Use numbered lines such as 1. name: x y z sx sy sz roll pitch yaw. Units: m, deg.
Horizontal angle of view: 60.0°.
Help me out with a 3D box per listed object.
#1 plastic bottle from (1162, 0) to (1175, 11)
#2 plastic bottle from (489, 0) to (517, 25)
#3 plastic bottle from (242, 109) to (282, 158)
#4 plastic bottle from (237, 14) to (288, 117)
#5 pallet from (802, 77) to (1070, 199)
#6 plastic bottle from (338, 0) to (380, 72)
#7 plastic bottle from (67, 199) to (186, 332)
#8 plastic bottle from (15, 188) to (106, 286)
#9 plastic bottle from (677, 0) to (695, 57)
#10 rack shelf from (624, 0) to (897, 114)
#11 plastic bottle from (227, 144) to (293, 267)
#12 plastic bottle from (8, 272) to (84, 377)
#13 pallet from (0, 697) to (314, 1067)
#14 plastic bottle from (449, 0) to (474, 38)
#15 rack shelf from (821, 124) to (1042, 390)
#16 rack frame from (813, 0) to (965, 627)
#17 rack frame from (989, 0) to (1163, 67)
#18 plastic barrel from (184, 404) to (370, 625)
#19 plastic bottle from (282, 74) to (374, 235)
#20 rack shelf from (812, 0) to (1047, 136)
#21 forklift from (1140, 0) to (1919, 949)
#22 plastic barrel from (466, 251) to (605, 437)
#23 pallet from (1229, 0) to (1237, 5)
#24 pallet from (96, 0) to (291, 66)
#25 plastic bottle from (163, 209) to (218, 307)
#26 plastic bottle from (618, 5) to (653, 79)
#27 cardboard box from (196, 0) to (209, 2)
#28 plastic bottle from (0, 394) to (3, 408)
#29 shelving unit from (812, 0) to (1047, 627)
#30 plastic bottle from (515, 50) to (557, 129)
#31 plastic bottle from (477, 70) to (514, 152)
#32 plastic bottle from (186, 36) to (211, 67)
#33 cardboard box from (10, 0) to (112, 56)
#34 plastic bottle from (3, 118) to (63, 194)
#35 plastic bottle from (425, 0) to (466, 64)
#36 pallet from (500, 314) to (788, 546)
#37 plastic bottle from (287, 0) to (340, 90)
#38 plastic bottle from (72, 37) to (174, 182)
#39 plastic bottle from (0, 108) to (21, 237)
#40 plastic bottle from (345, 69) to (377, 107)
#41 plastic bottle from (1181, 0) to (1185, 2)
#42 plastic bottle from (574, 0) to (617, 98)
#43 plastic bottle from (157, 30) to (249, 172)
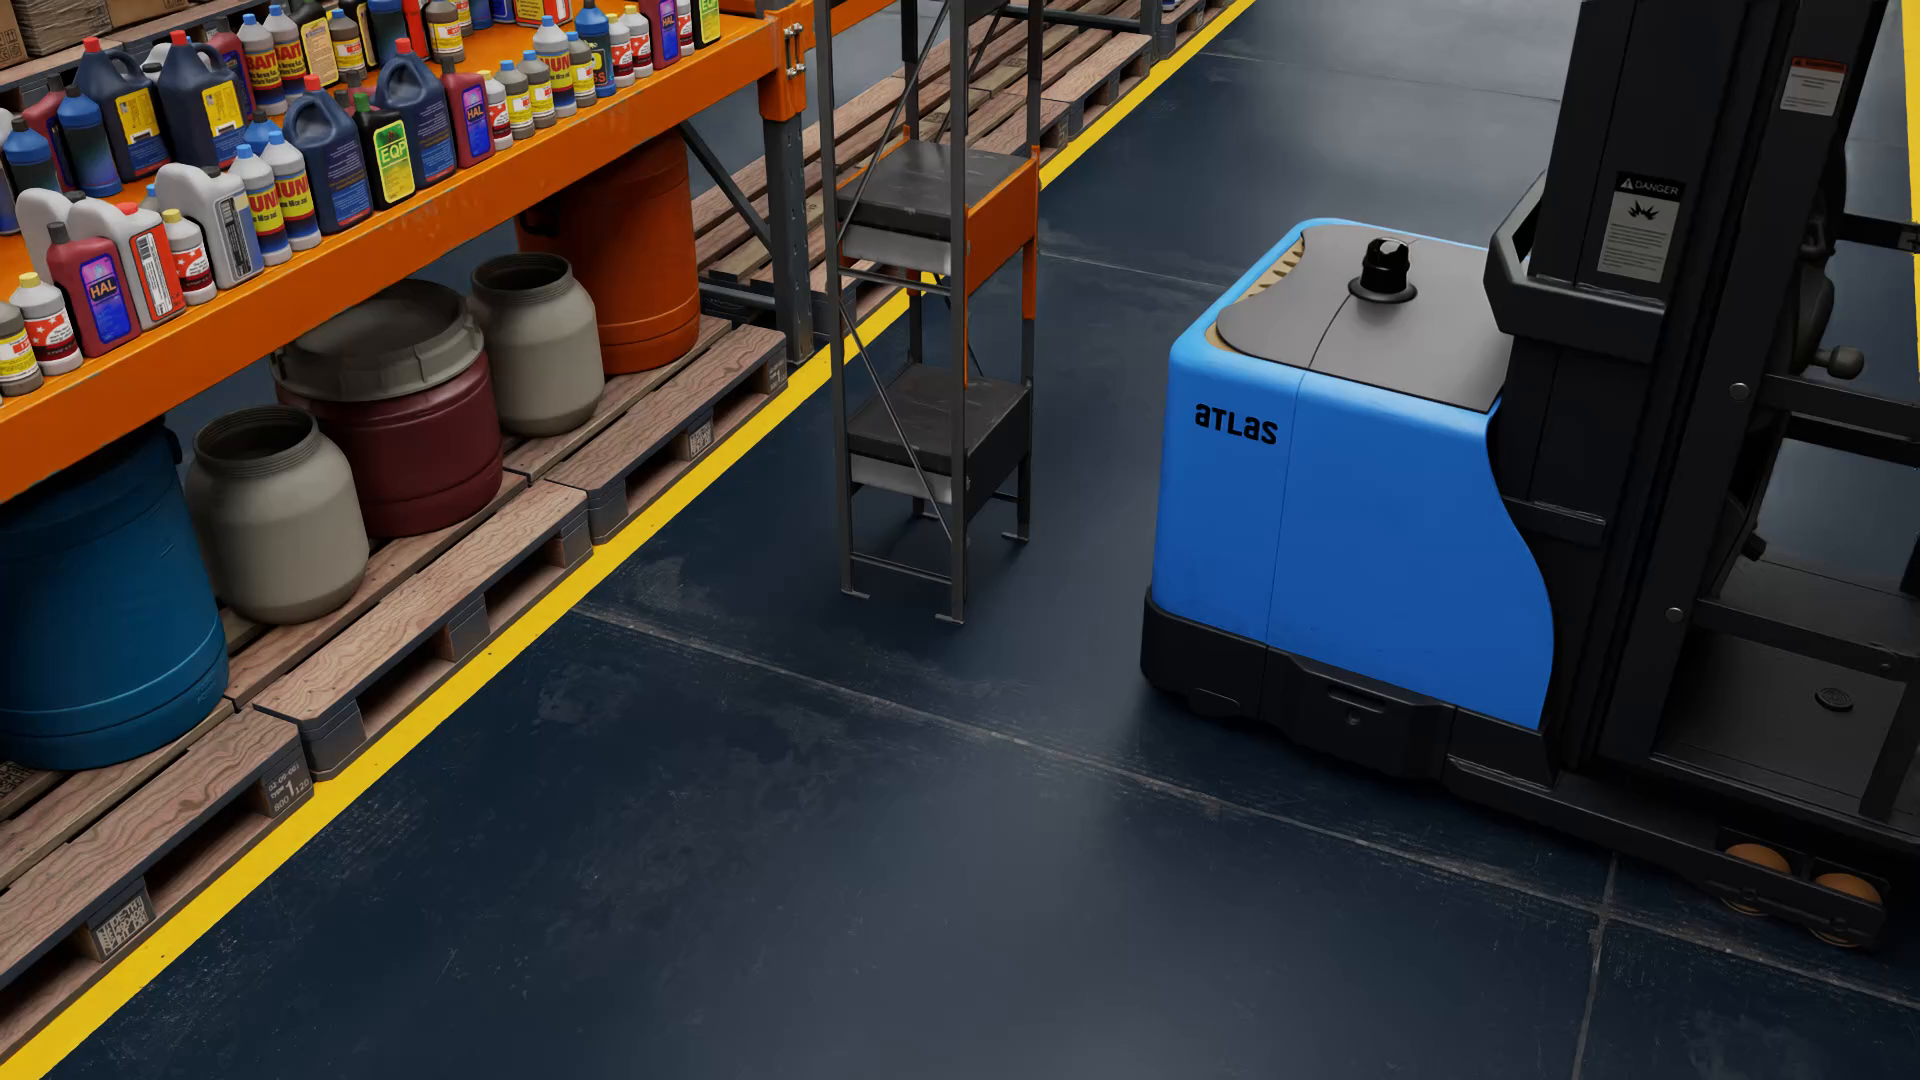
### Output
1. plastic bottle: 1.173 -3.138 9.387 0.097 0.271 0.097 0 33 0
2. plastic bottle: -1.507 -1.851 5.451 0.152 0.276 0.135 14 36 20
3. plastic bottle: -1.658 -0.900 4.004 0.097 0.271 0.097 0 33 0
4. plastic bottle: -1.967 -1.337 4.672 0.097 0.271 0.097 0 33 0
5. pallet: -0.161 -1.861 7.895 1.003 0.211 1.213 14 36 20
6. plastic bottle: -1.798 -1.568 5.011 0.061 0.283 0.133 14 36 20
7. plastic bottle: -1.779 -0.605 3.550 0.152 0.276 0.135 14 36 20
8. plastic bottle: -1.917 -0.639 3.603 0.152 0.276 0.135 14 36 20
9. plastic bottle: -0.879 -1.609 5.149 0.097 0.201 0.097 0 33 0
10. rack shelf: -0.195 -2.740 7.349 1.077 0.370 4.000 14 36 20
11. plastic bottle: -1.608 -0.770 3.806 0.097 0.271 0.097 0 33 0
12. plastic bottle: -1.858 -0.443 3.371 0.097 0.201 0.097 0 33 0
13. pallet: -2.345 0.739 3.930 1.003 0.211 1.213 14 36 20
14. plastic bottle: -1.621 -1.720 5.319 0.097 0.201 0.097 0 33 0
15. rack shelf: -0.069 -0.784 4.556 0.431 0.518 0.480 14 36 20
16. rack frame: -0.171 -0.674 4.363 0.400 2.100 0.015 14 36 20
17. rack frame: 0.641 -4.037 8.670 1.000 3.000 0.127 14 36 20
18. plastic barrel: -1.849 -0.068 4.504 0.421 0.512 0.421 0 33 0
19. plastic bottle: -1.530 -0.927 3.973 0.144 0.351 0.185 14 36 20
20. rack shelf: -0.069 -1.370 4.172 0.431 0.518 0.480 14 36 20
21. forklift: 2.031 -0.626 3.532 3.031 2.935 1.130 18 37 25
22. plastic barrel: -1.376 -0.630 5.362 0.421 0.512 0.421 0 33 0
23. pallet: 1.469 -3.805 10.861 1.003 0.211 1.213 14 36 20
24. pallet: -4.691 -3.009 9.646 1.003 0.211 1.213 14 36 20
25. plastic bottle: -1.705 -0.625 3.649 0.097 0.201 0.097 0 33 0
26. plastic bottle: -0.975 -1.494 4.974 0.097 0.201 0.097 0 33 0
27. cardboard box: -4.584 -3.499 9.729 0.700 0.500 0.500 11 35 16
28. plastic bottle: -1.940 -0.375 3.204 0.097 0.271 0.097 0 33 0
29. shelving unit: -0.069 -0.796 4.549 0.431 2.100 0.503 14 36 20
30. plastic bottle: -1.179 -1.251 4.604 0.097 0.201 0.097 0 33 0
31. plastic bottle: -1.260 -1.154 4.456 0.097 0.201 0.097 0 33 0
32. plastic bottle: -2.063 -1.223 4.496 0.097 0.271 0.097 0 33 0
33. cardboard box: -5.048 -2.937 8.872 0.700 0.500 0.500 11 35 17
34. plastic bottle: -2.196 -0.865 3.951 0.097 0.271 0.097 0 33 0
35. plastic bottle: -1.579 -1.570 5.090 0.097 0.201 0.097 0 33 0
36. pallet: -1.324 -0.476 5.783 1.003 0.211 1.213 14 36 20
37. plastic bottle: -1.894 -1.453 4.836 0.061 0.283 0.133 14 36 20
38. plastic bottle: -2.157 -1.113 4.257 0.144 0.351 0.185 14 36 20
39. plastic bottle: -2.317 -0.886 3.979 0.152 0.276 0.135 14 36 20
40. plastic bottle: -1.500 -1.068 4.250 0.061 0.283 0.133 14 36 20
41. plastic bottle: 1.258 -3.210 9.560 0.097 0.201 0.097 0 33 0
42. plastic bottle: -1.057 -1.426 4.807 0.097 0.271 0.097 0 33 0
43. plastic bottle: -1.963 -1.145 4.306 0.144 0.351 0.185 14 36 20
